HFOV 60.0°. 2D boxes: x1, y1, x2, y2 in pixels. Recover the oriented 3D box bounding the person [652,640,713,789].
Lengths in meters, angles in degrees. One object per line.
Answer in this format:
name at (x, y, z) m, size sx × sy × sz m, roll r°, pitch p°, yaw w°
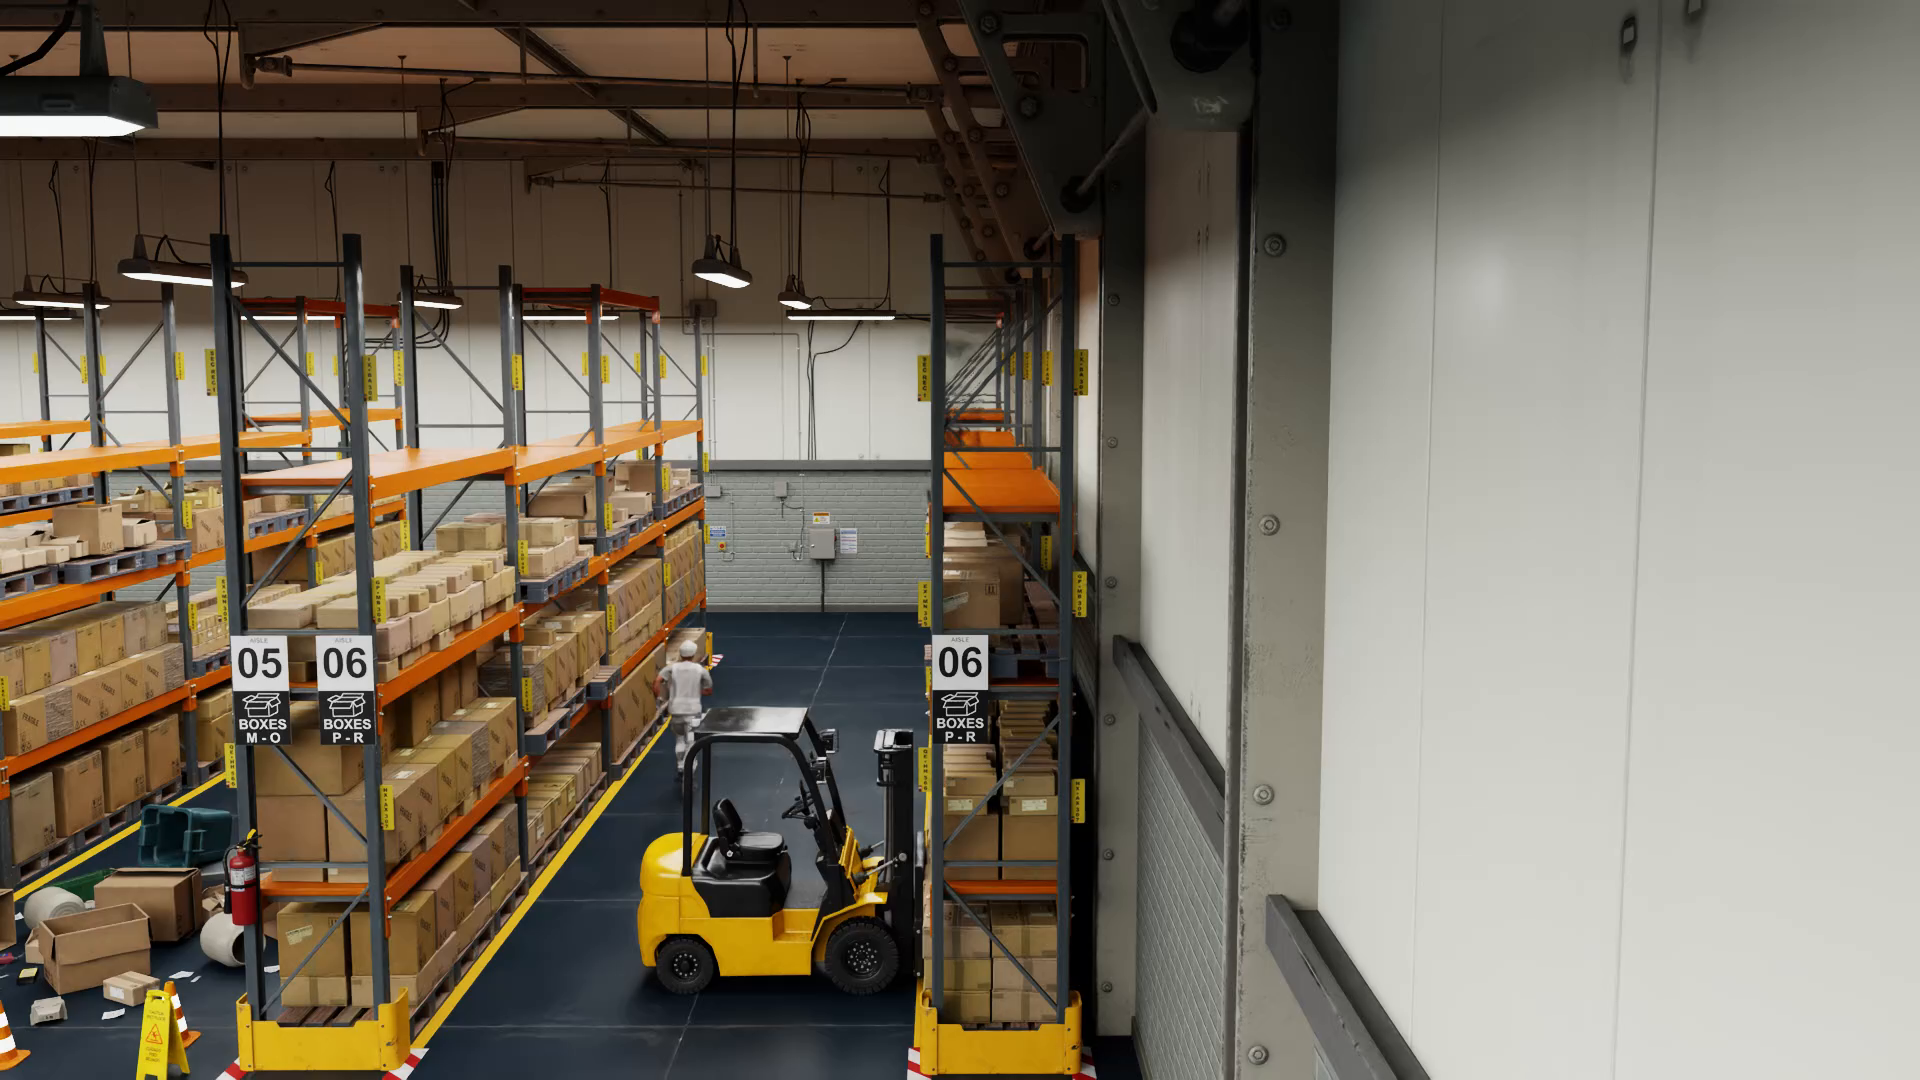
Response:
person at (-3.292, 2.084, 19.859) m, size 0.672 × 1.783 × 0.875 m, roll 0°, pitch 6°, yaw 3°
